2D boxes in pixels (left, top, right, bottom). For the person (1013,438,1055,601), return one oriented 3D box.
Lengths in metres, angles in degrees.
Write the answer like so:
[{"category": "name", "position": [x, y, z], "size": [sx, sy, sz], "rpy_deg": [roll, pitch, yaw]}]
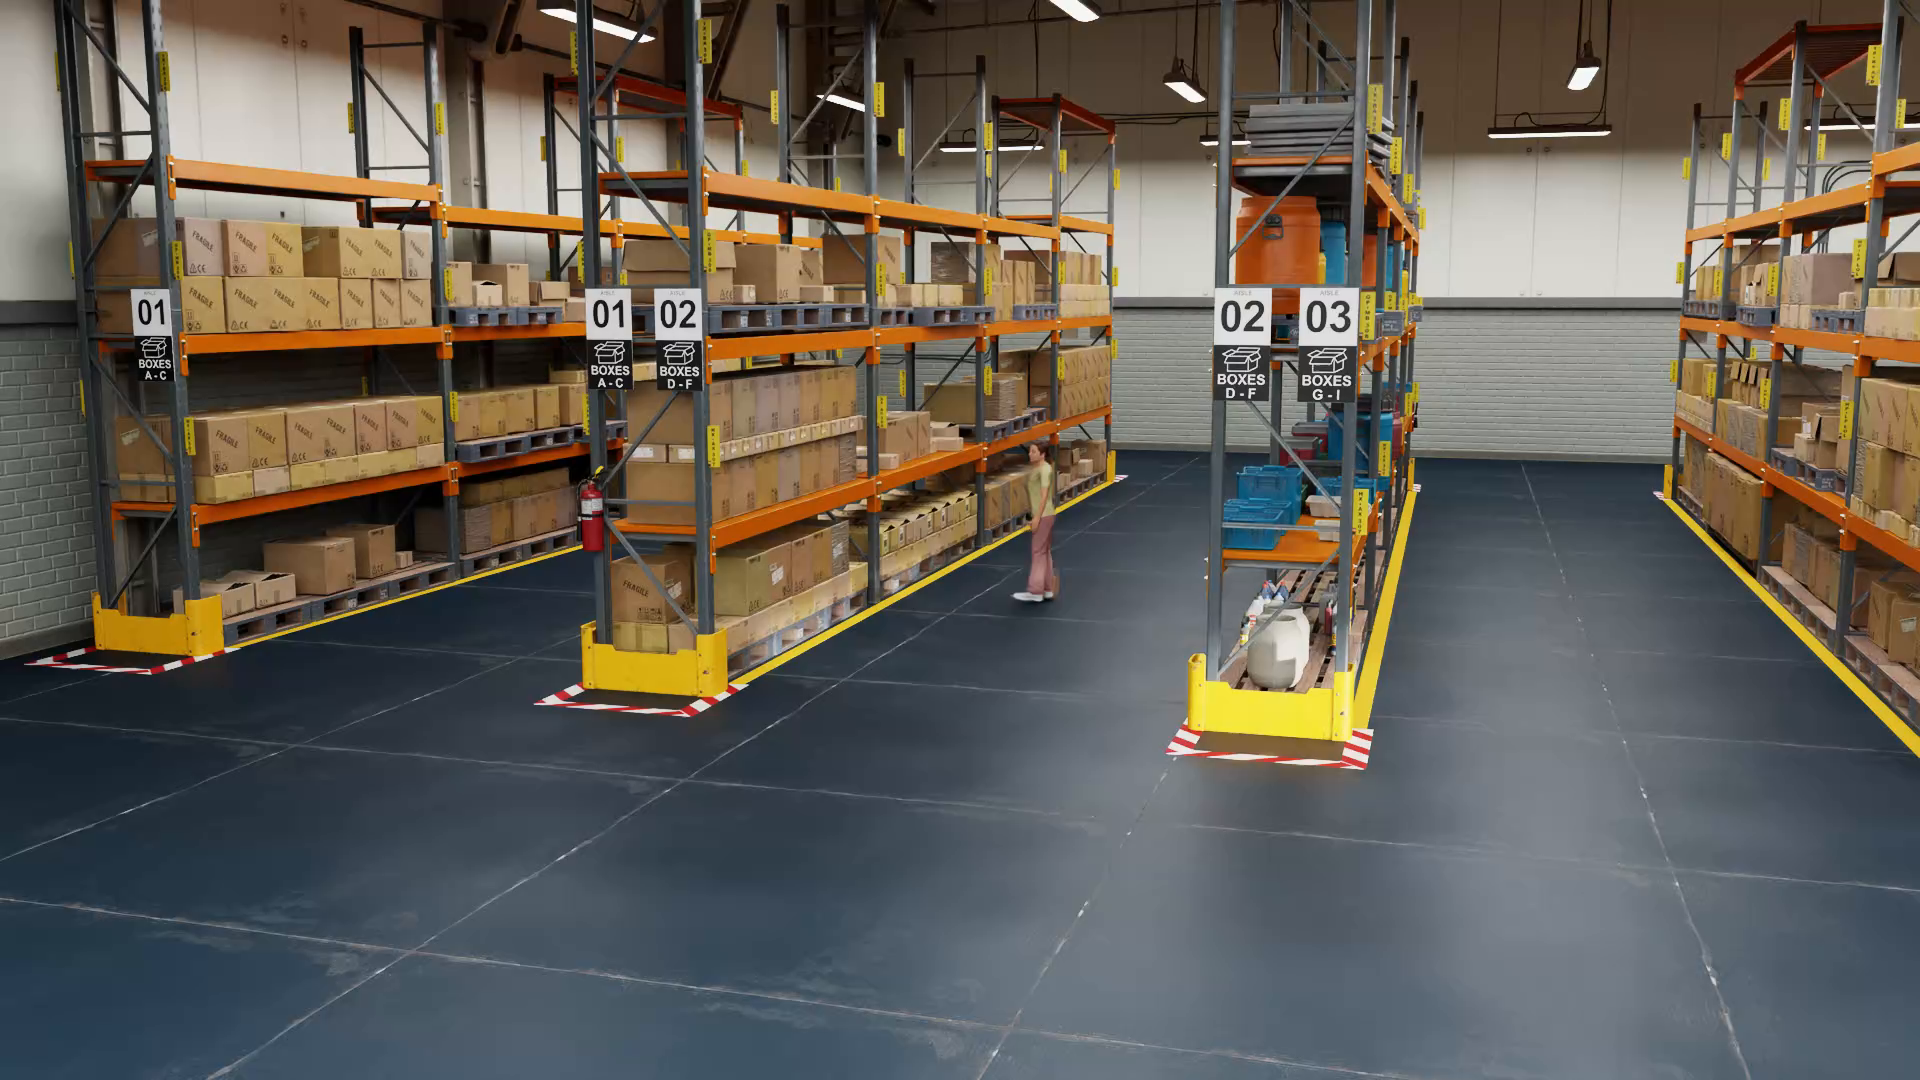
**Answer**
[{"category": "person", "position": [0.758, -0.211, 17.092], "size": [0.455, 1.680, 0.502], "rpy_deg": [-1, 8, -5]}]
